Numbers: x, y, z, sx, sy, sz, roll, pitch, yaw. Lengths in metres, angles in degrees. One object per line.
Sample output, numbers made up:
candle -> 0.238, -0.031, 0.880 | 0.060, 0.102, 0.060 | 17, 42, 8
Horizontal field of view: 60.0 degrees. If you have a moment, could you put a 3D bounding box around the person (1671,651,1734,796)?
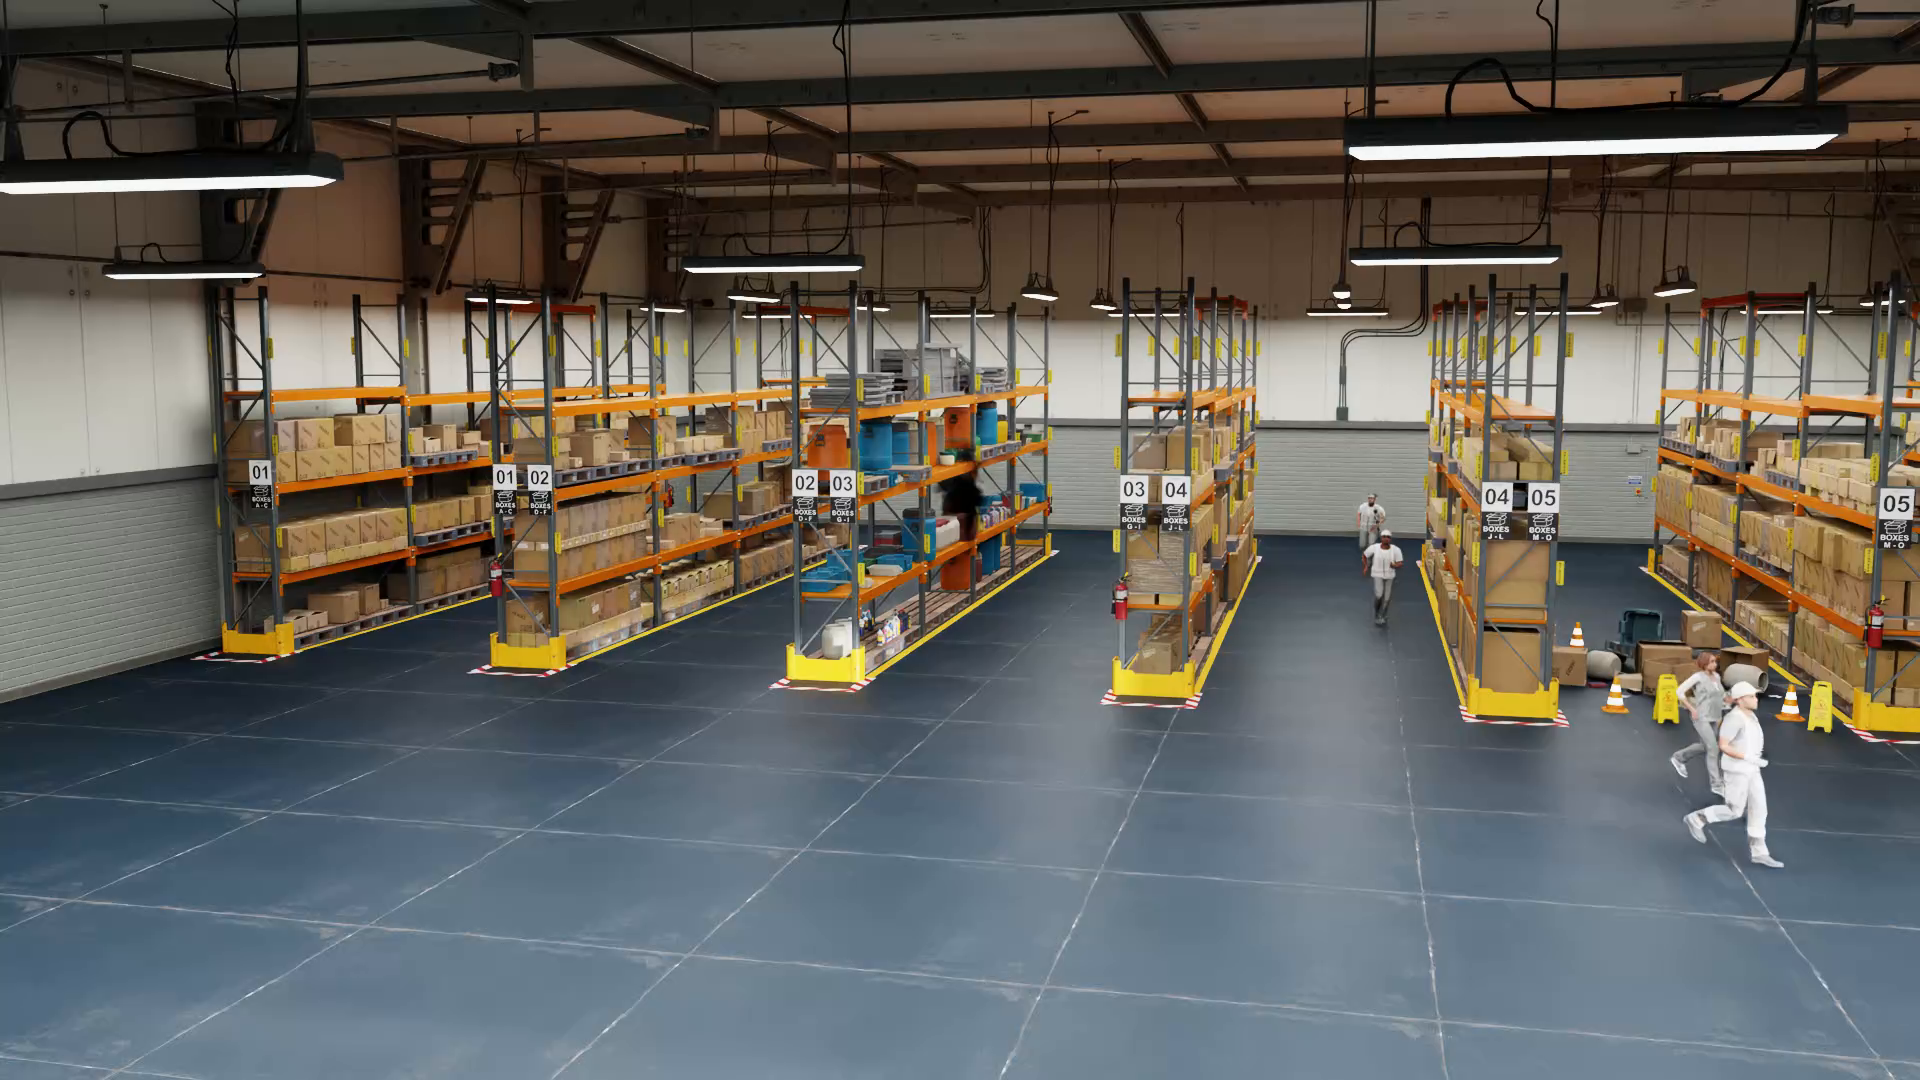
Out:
person -> 8.418, 2.041, 18.815 | 0.540, 1.580, 0.889 | -4, 8, -30

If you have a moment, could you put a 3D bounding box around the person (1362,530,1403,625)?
person -> 7.647, 0.677, 30.039 | 0.692, 1.741, 0.660 | 1, 7, 6

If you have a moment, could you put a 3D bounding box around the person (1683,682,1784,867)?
person -> 7.602, 2.259, 16.254 | 0.653, 1.774, 0.959 | -6, 9, -41

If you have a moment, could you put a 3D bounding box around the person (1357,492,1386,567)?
person -> 9.473, -0.252, 38.362 | 0.682, 1.734, 0.554 | 3, 7, 23
